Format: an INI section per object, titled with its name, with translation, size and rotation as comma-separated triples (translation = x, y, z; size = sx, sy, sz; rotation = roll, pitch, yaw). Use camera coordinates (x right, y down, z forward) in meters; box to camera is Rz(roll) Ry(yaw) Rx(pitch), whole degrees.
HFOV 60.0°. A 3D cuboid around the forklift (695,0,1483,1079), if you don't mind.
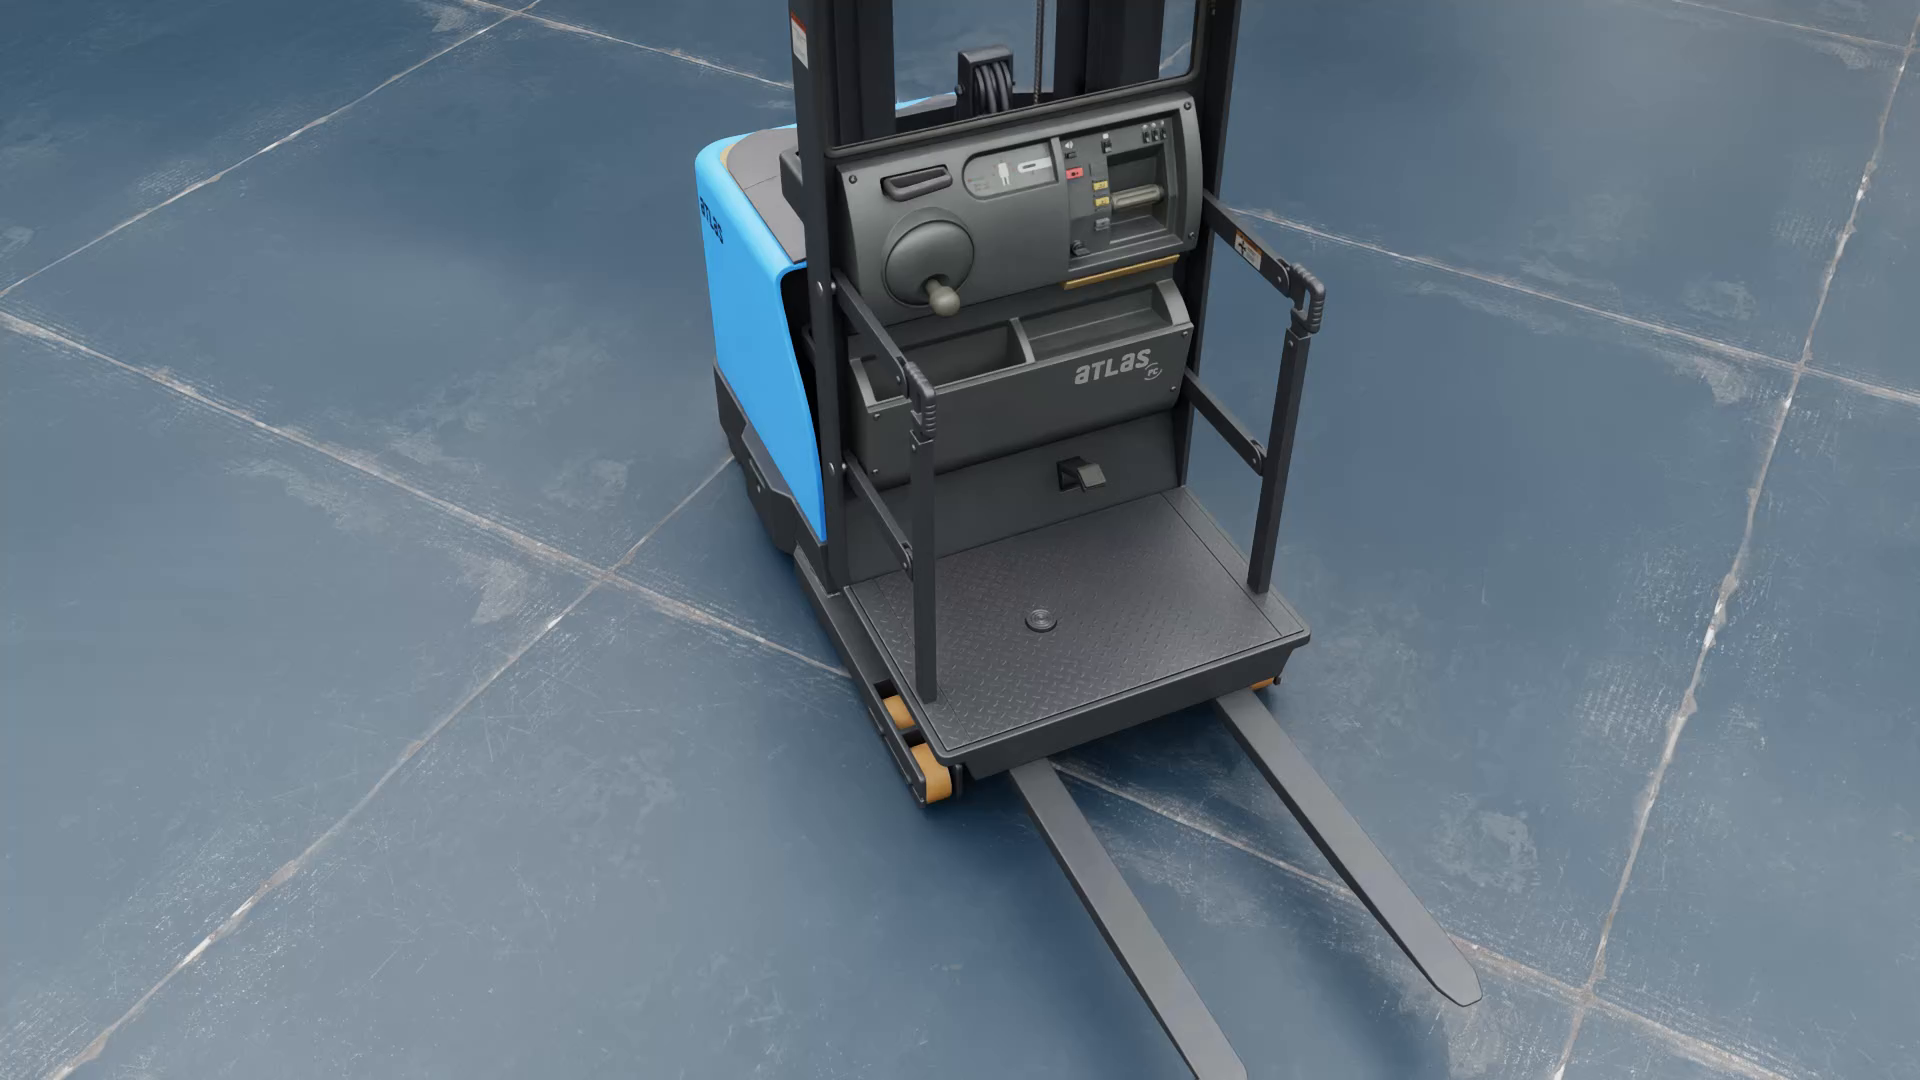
[forklift]
translation = 0.255, -0.725, 3.855
size = 1.130, 2.935, 3.031
rotation = -17, 44, -18
